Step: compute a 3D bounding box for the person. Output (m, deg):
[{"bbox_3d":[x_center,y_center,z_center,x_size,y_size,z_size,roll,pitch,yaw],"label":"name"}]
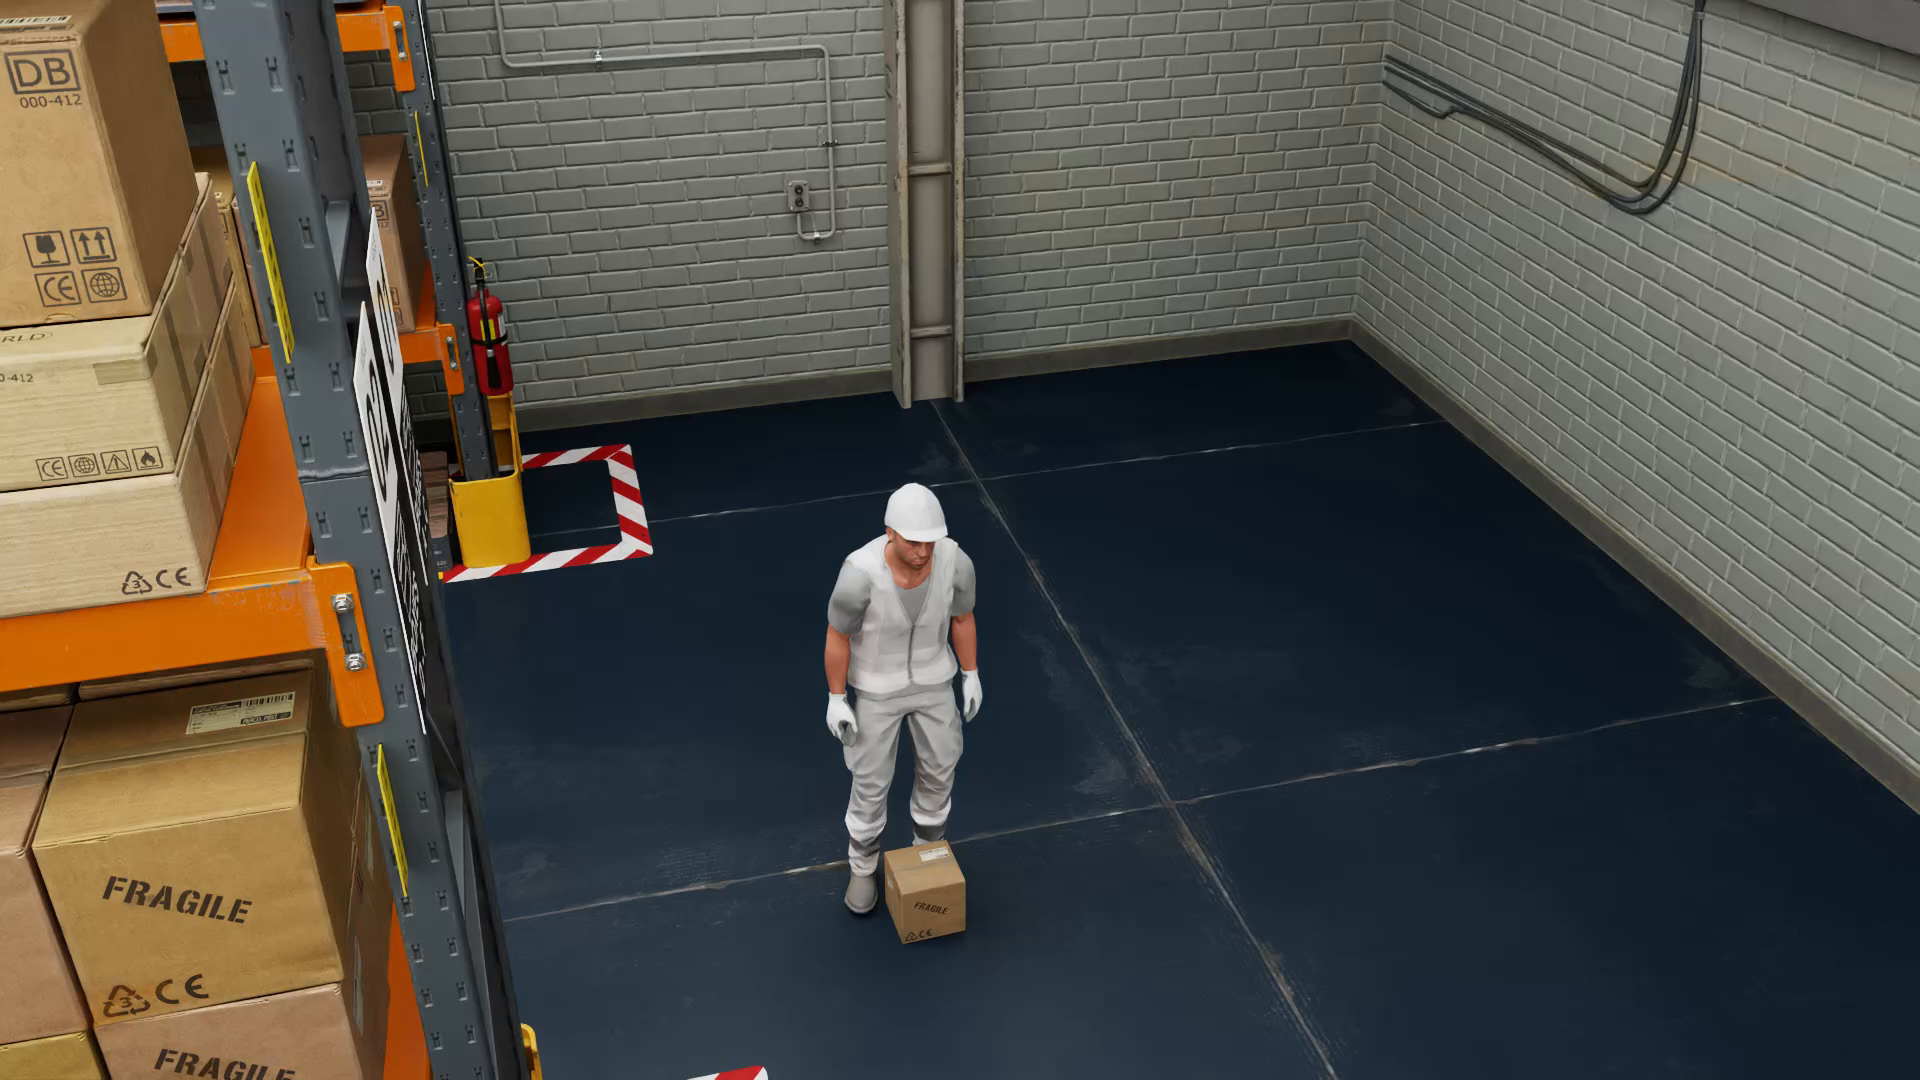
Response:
[{"bbox_3d":[-0.201,0.567,6.134,0.609,1.777,0.453,-9,31,-16],"label":"person"}]
